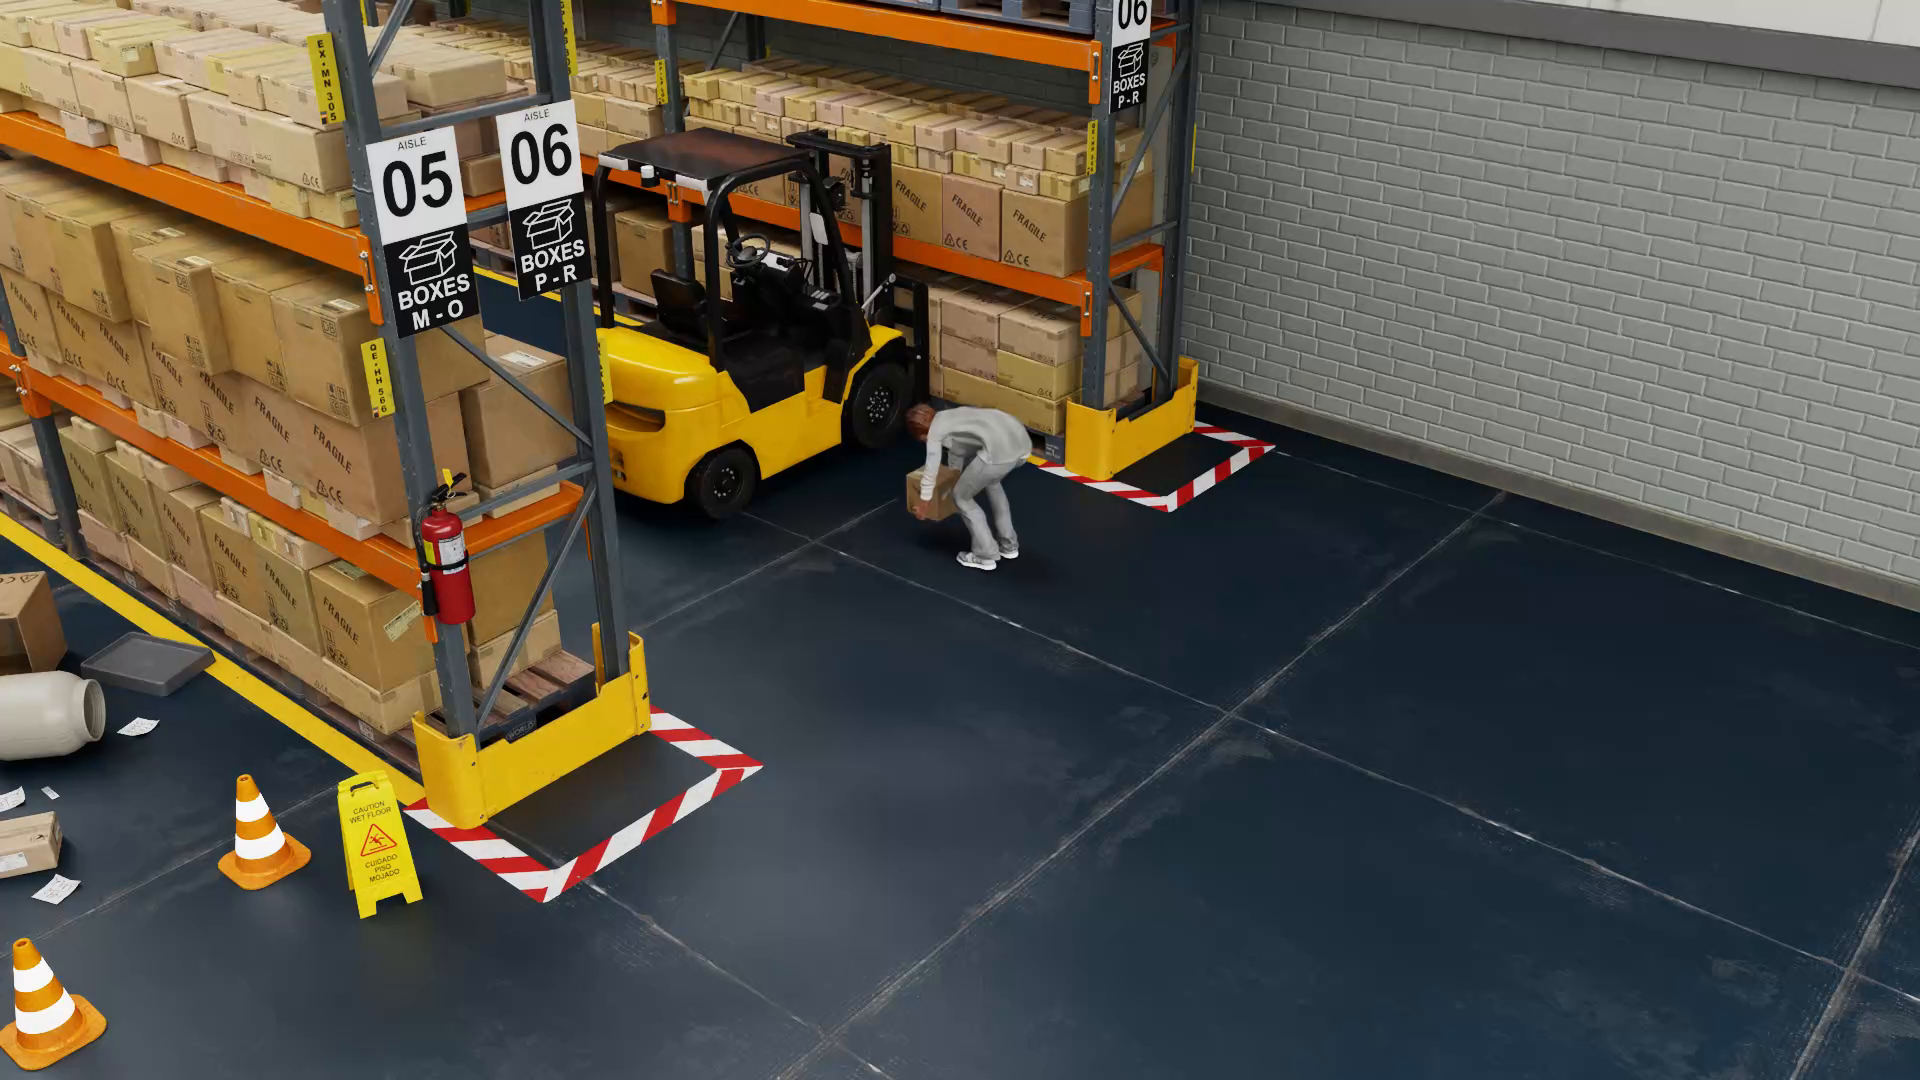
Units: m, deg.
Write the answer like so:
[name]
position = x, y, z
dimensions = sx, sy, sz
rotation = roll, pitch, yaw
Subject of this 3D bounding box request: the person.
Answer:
[person]
position = 0.029, -0.363, 9.995
dimensions = 0.870, 0.970, 0.405
rotation = 19, 33, 32
